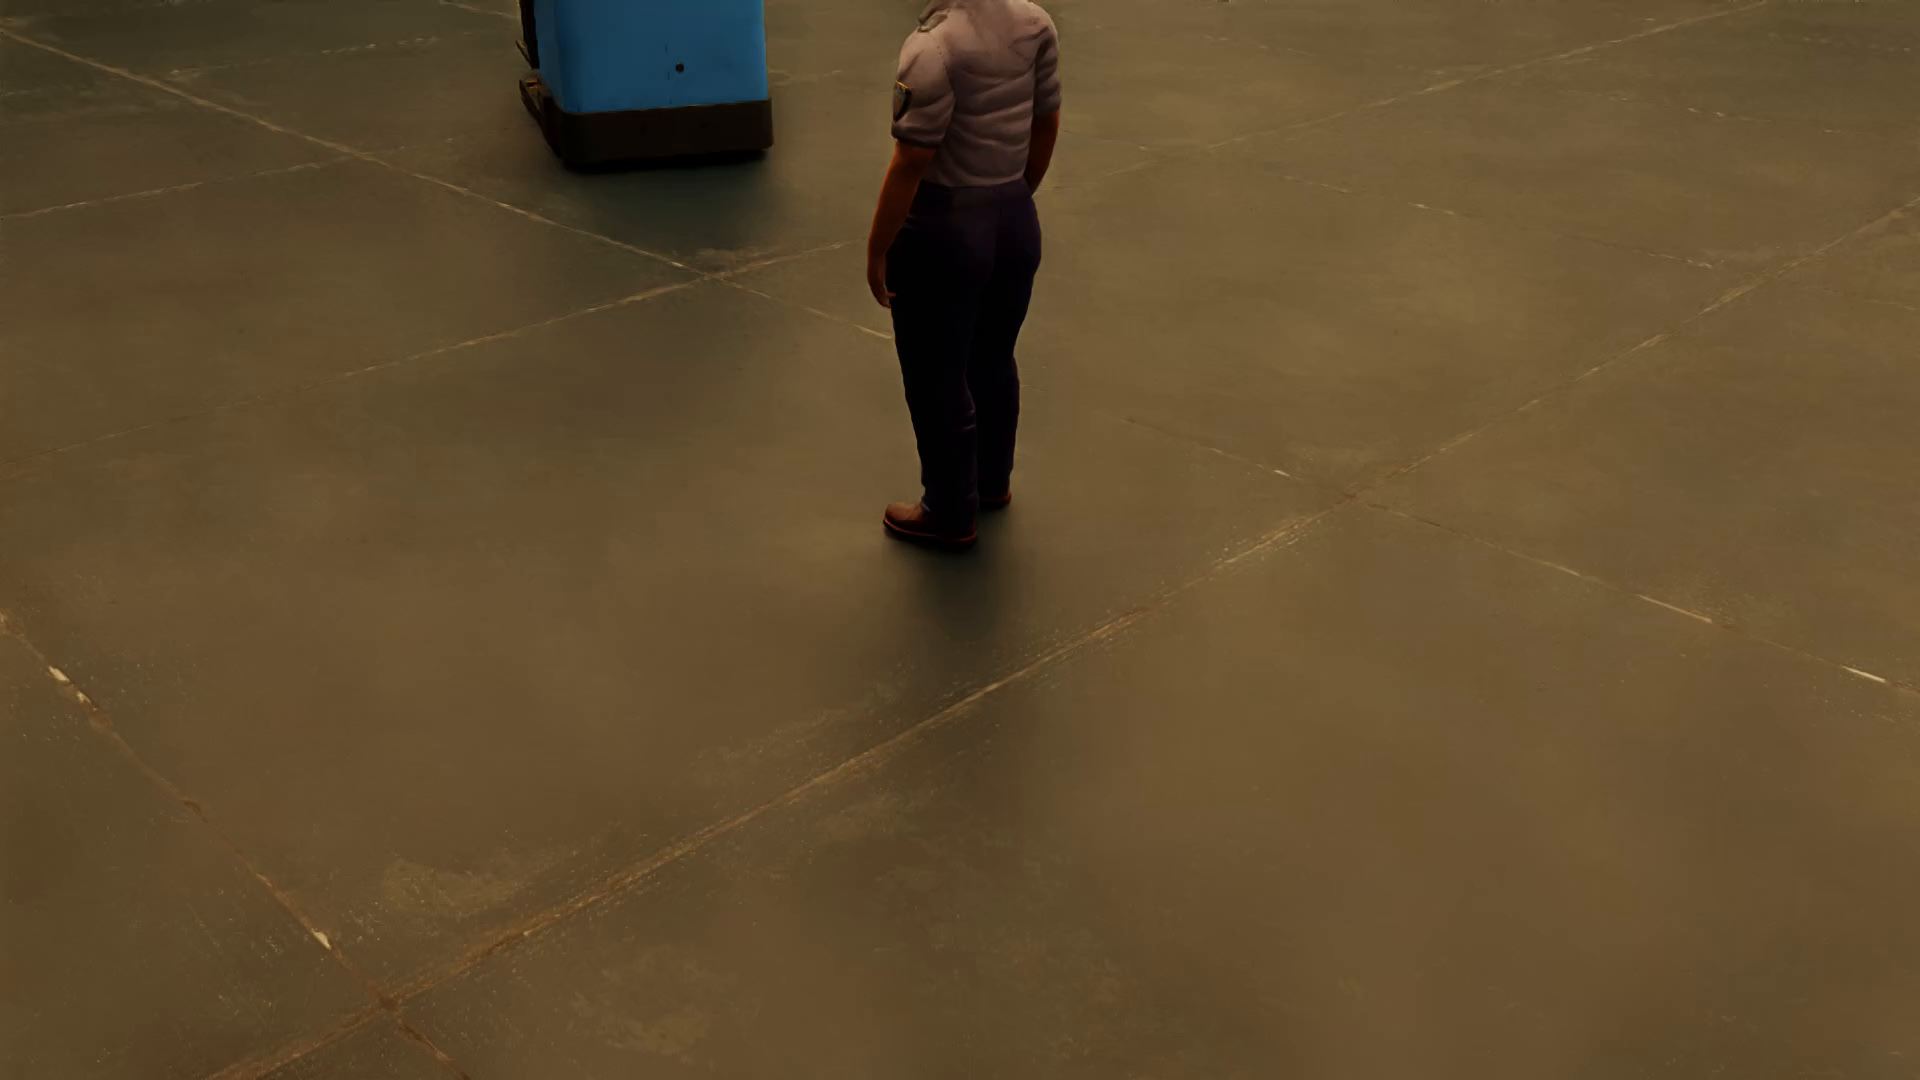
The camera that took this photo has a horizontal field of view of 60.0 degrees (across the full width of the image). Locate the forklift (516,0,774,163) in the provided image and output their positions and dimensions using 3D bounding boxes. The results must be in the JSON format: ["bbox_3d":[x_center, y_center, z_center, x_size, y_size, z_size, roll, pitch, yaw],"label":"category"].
[{"bbox_3d":[-1.920,-3.798,8.959,1.130,2.935,3.031,-9,27,-17],"label":"forklift"}]

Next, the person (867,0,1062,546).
[{"bbox_3d":[-0.047,-0.781,4.248,0.599,1.650,0.502,-24,35,-39],"label":"person"}]
